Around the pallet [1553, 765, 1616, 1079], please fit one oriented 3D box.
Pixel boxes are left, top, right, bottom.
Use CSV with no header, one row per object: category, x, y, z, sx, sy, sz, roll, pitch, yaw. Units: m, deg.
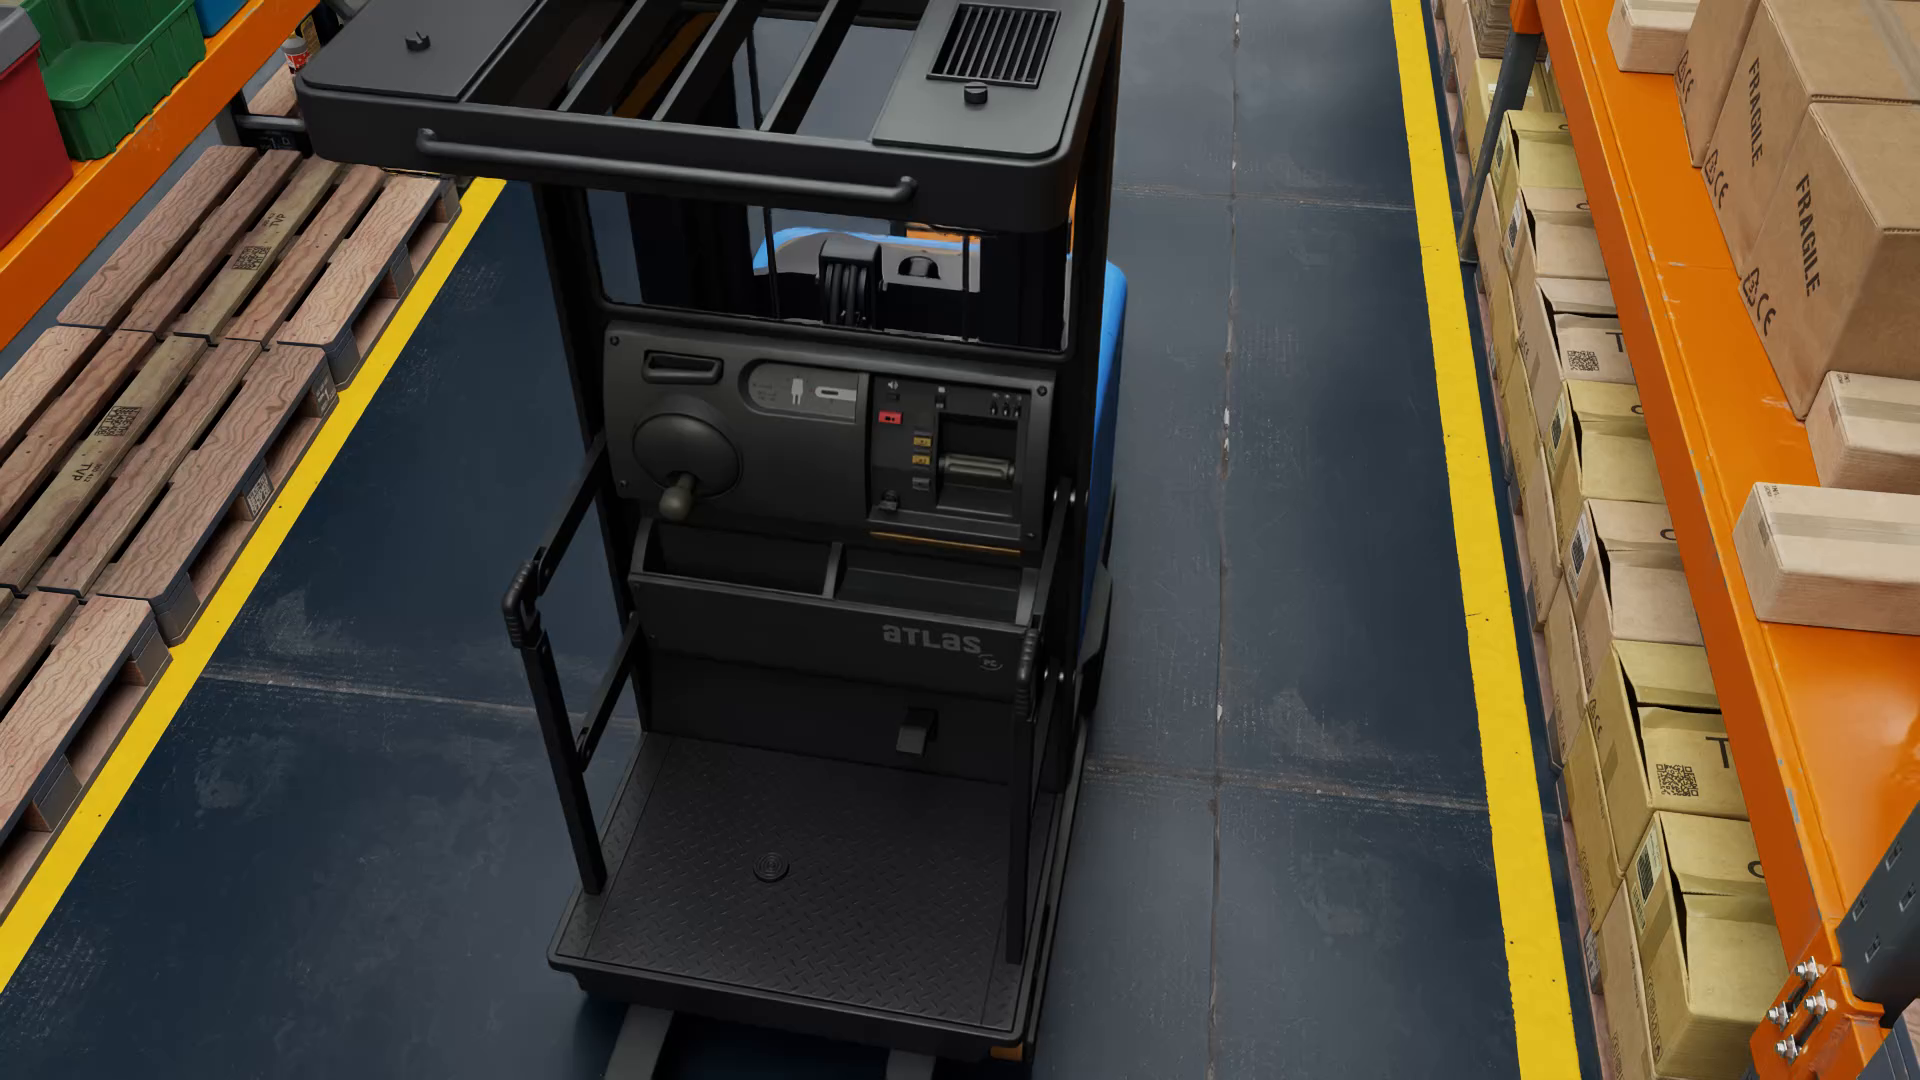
pallet,2.035,1.039,3.999,1.003,0.211,1.213,5,44,6

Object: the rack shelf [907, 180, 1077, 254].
rack shelf,0.147,-1.056,5.122,0.538,0.278,1.000,7,44,8

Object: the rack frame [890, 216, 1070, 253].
rack frame,0.052,-0.500,4.960,0.500,1.125,0.032,7,44,8

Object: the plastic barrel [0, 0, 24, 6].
plastic barrel,-2.820,-1.657,4.918,0.301,0.262,0.301,0,43,0

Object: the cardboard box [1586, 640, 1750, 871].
cardboard box,1.775,0.492,3.835,0.500,0.311,0.500,5,44,5

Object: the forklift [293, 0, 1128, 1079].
forklift,-0.314,-0.114,3.238,1.130,2.935,3.031,7,44,8

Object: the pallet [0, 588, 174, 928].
pallet,-2.881,0.619,4.442,1.003,0.211,1.213,5,44,6

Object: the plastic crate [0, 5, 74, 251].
plastic crate,-2.505,-0.966,4.041,0.402,0.464,0.583,5,44,6

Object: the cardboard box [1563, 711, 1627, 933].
cardboard box,1.780,0.698,4.026,0.500,0.250,0.500,5,44,5

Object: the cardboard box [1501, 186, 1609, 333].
cardboard box,2.044,-0.900,5.305,0.500,0.311,0.500,5,44,5

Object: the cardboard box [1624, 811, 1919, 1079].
cardboard box,1.713,0.847,3.460,0.500,0.311,0.500,6,44,7

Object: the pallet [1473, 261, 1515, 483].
pallet,2.358,-0.624,5.755,1.003,0.211,1.213,5,44,6

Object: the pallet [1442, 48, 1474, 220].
pallet,2.563,-1.668,6.858,1.003,0.211,1.213,5,44,6

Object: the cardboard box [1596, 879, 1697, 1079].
cardboard box,1.715,1.049,3.655,0.500,0.250,0.500,6,44,7

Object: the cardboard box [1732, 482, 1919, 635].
cardboard box,1.733,0.037,3.212,0.380,0.149,0.250,5,44,6

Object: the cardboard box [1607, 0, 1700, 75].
cardboard box,2.097,-1.466,4.799,0.380,0.149,0.250,5,44,6

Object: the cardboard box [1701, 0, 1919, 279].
cardboard box,2.163,-0.956,4.005,0.500,0.500,0.500,5,44,6

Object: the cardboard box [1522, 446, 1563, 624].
cardboard box,1.915,0.004,4.758,0.500,0.250,0.500,6,44,6

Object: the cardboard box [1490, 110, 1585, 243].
cardboard box,2.115,-1.241,5.665,0.500,0.311,0.500,5,44,6

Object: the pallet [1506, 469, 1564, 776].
pallet,2.199,0.210,4.875,1.003,0.211,1.213,5,44,6

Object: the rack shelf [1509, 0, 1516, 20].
rack shelf,2.681,-3.244,7.017,1.077,0.370,4.000,5,44,6

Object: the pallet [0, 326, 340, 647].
pallet,-2.717,-0.210,5.318,1.003,0.211,1.213,5,44,6

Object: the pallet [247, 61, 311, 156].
pallet,-2.363,-2.036,7.247,1.003,0.211,1.213,5,44,6

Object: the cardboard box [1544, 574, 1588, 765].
cardboard box,1.850,0.355,4.388,0.500,0.250,0.500,6,44,6

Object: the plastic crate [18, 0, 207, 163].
plastic crate,-2.443,-1.305,4.601,0.450,0.188,0.662,5,44,6

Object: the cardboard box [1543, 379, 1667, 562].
cardboard box,1.913,-0.193,4.559,0.500,0.311,0.500,6,44,7

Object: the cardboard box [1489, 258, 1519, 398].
cardboard box,2.049,-0.696,5.497,0.500,0.250,0.500,6,44,7

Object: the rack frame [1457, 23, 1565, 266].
rack frame,2.416,-2.142,5.331,1.000,3.000,0.127,5,44,6

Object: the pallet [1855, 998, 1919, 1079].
pallet,1.868,1.122,2.023,1.213,0.211,1.003,5,44,6

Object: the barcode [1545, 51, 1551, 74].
barcode,1.970,-1.607,5.565,0.001,0.075,0.075,5,44,6

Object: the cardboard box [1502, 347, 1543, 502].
cardboard box,1.983,-0.342,5.124,0.500,0.250,0.500,4,44,4

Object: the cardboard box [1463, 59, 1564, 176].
cardboard box,2.261,-1.632,6.486,0.500,0.250,0.500,5,44,6

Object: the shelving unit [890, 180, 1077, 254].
shelving unit,0.147,-0.844,5.323,0.538,1.125,1.048,7,44,8

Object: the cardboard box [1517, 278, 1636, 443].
cardboard box,1.976,-0.547,4.933,0.500,0.311,0.500,4,44,4

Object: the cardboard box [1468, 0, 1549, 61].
cardboard box,2.339,-2.244,6.587,0.500,0.500,0.500,5,44,6

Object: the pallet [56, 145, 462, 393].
pallet,-2.558,-1.044,6.199,1.003,0.211,1.213,5,44,6

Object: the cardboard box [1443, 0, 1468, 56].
cardboard box,2.389,-2.314,7.207,0.500,0.250,0.500,5,44,6

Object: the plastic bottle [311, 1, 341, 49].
plastic bottle,-2.693,-2.258,7.060,0.144,0.351,0.185,4,44,4

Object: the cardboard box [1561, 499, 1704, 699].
cardboard box,1.845,0.148,4.198,0.500,0.311,0.500,5,44,5

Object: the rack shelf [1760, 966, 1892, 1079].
rack shelf,1.623,2.208,1.259,1.077,0.370,4.000,5,44,6

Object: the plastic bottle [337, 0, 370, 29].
plastic bottle,-2.551,-2.245,7.046,0.144,0.351,0.185,5,44,6

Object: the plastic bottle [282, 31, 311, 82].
plastic bottle,-2.754,-2.014,6.911,0.097,0.201,0.097,0,43,0

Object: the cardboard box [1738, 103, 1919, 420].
cardboard box,2.093,-0.597,3.626,0.500,0.500,0.500,3,44,3

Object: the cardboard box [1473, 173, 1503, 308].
cardboard box,2.118,-1.044,5.865,0.500,0.250,0.500,4,44,5

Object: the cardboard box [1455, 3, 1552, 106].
cardboard box,2.337,-1.972,6.845,0.500,0.250,0.500,5,44,6

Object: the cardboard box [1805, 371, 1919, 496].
cardboard box,2.000,-0.199,3.461,0.380,0.149,0.250,8,44,9

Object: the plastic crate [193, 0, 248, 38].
plastic crate,-2.330,-1.809,4.990,0.392,0.384,0.575,5,44,6

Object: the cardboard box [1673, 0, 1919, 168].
cardboard box,2.229,-1.297,4.366,0.500,0.500,0.500,8,44,9

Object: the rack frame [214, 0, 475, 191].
rack frame,-2.493,-2.595,5.809,1.000,3.000,0.127,5,44,6

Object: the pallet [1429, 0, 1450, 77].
pallet,2.722,-2.502,7.738,1.003,0.211,1.213,5,44,6

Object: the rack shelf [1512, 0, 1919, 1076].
rack shelf,2.152,-0.518,4.138,1.077,0.370,4.000,5,44,6

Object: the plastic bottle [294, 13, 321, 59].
plastic bottle,-2.756,-2.126,6.969,0.061,0.283,0.133,7,44,8
